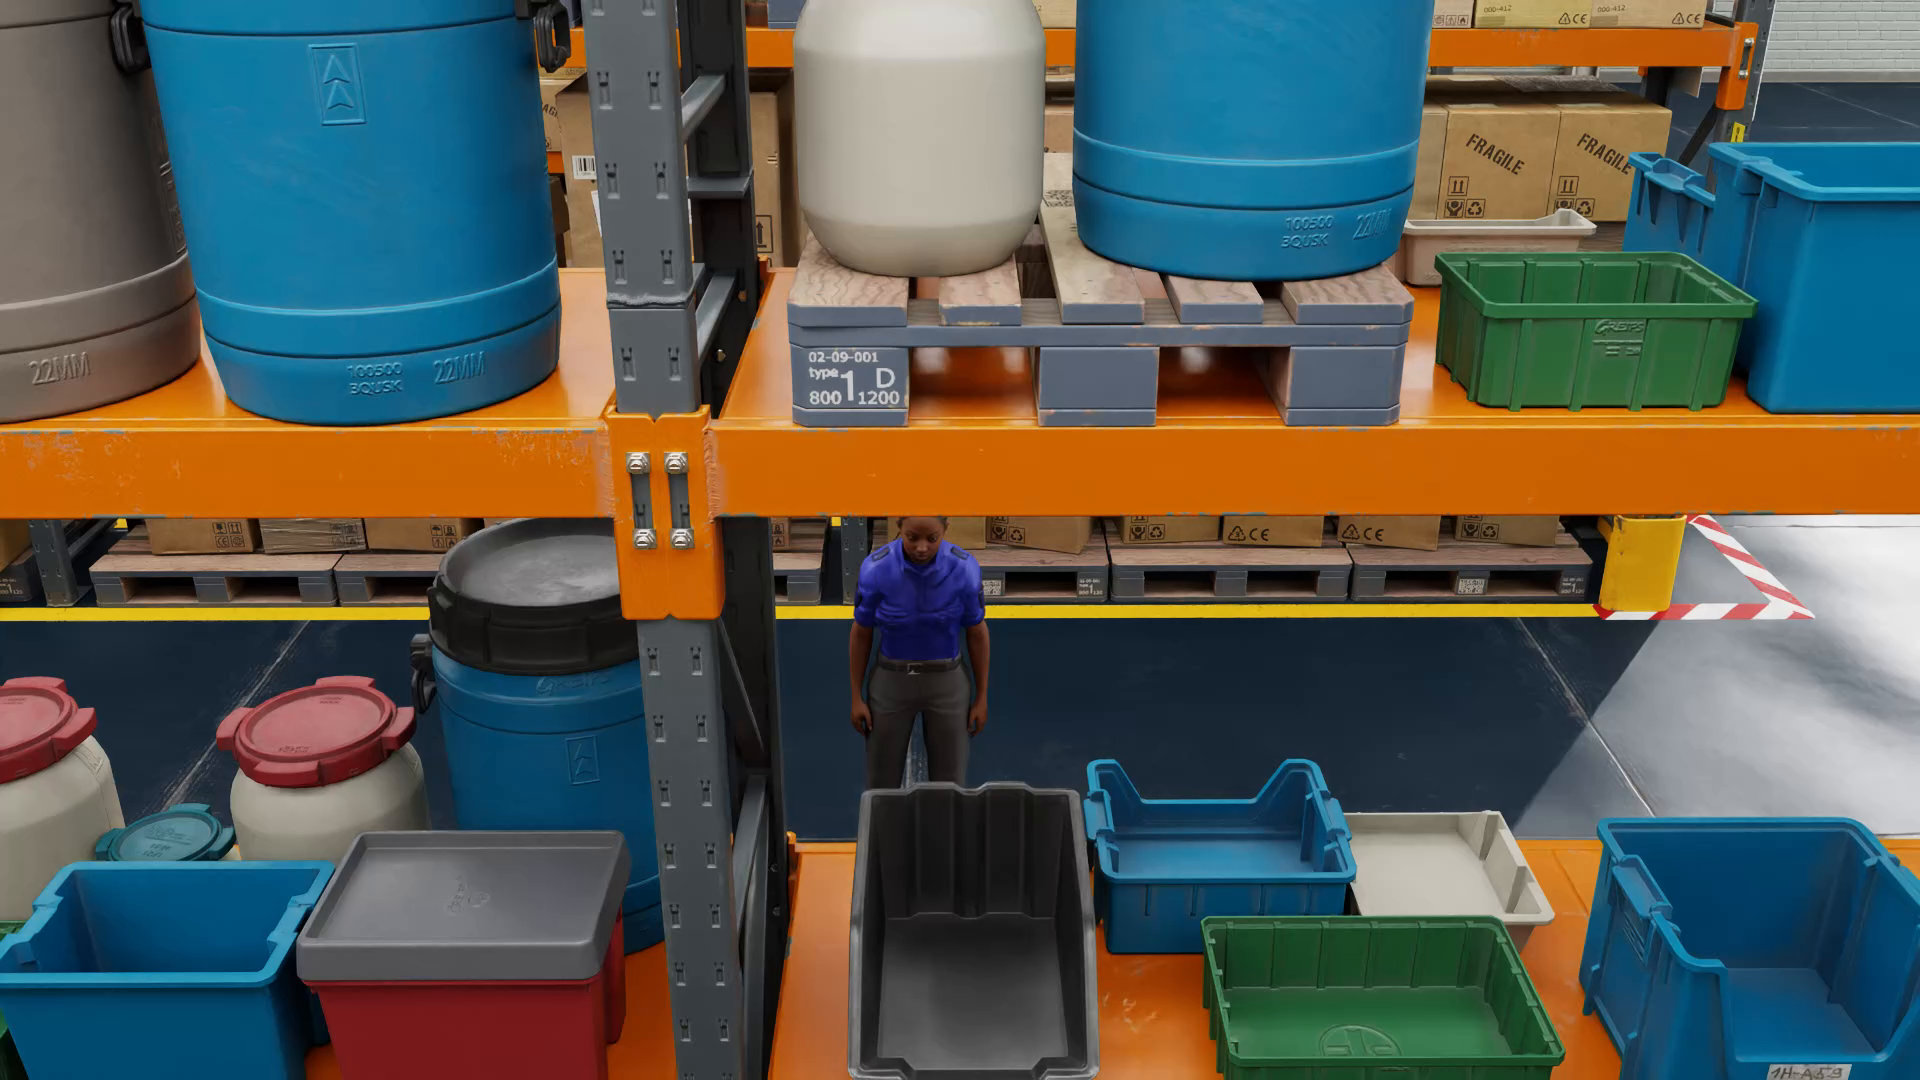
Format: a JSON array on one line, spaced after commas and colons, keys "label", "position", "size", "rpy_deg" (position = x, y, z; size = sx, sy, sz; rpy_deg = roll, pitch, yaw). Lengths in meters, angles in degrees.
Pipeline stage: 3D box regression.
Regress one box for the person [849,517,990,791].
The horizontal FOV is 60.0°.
[{"label": "person", "position": [-0.149, 0.566, 5.855], "size": [0.511, 1.654, 0.392], "rpy_deg": [0, 24, -1]}]
